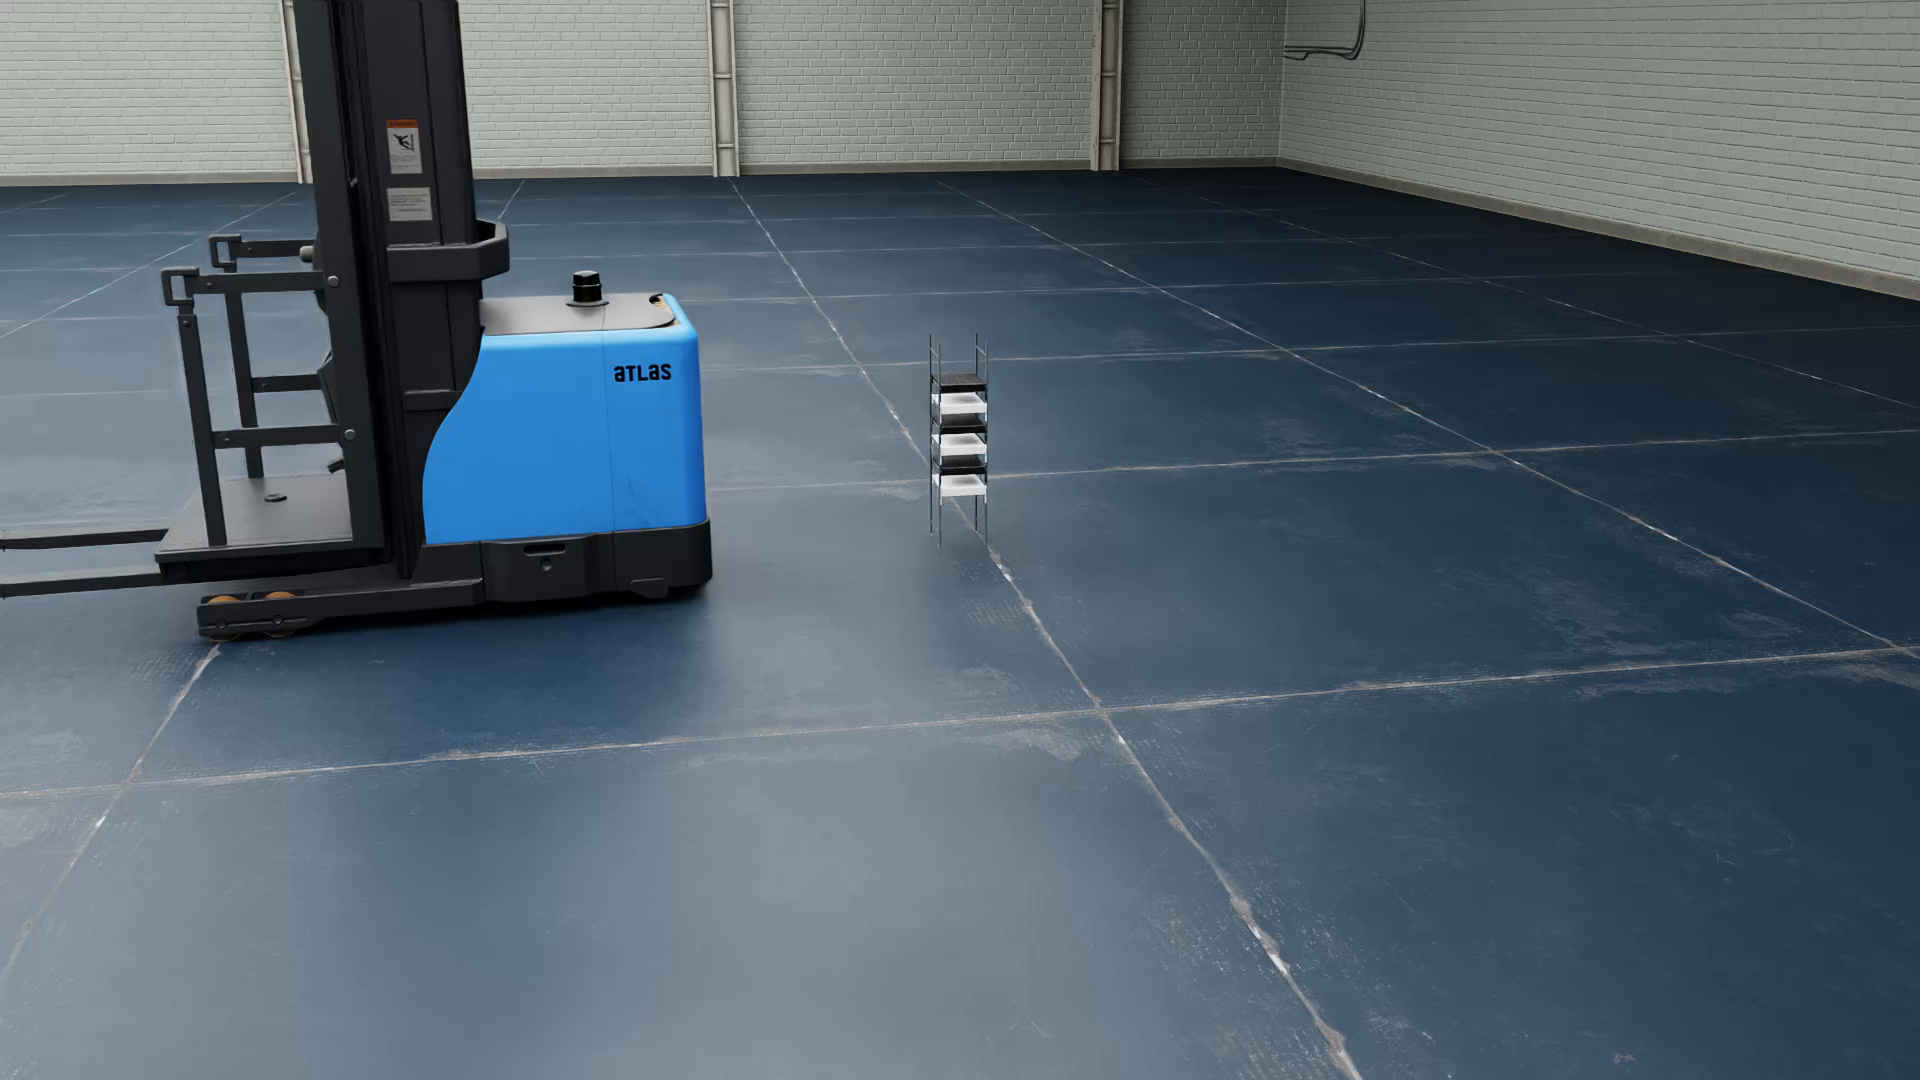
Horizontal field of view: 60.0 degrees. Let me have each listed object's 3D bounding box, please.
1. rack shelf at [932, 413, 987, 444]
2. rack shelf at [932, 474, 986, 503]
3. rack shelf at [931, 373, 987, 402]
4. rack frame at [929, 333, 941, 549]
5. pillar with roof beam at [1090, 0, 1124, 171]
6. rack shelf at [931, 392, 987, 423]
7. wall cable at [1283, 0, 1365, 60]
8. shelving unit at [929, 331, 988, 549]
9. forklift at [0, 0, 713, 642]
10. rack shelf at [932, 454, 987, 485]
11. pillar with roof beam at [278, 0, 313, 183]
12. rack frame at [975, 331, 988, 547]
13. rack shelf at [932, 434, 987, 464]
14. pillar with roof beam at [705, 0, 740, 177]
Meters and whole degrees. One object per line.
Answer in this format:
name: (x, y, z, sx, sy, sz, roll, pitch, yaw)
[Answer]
rack shelf: (-0.008, -0.484, 7.162, 0.200, 0.077, 0.258, -3, 17, -10)
rack shelf: (-0.008, -0.226, 7.241, 0.200, 0.077, 0.258, -3, 17, -10)
rack shelf: (-0.008, -0.656, 7.109, 0.200, 0.077, 0.258, -3, 17, -10)
rack frame: (-0.108, -0.424, 7.160, 0.006, 0.900, 0.240, -3, 17, -10)
pillar with roof beam: (3.126, -8.980, 21.222, 0.400, 9.000, 9.100, -3, 17, -10)
rack shelf: (-0.008, -0.570, 7.135, 0.200, 0.077, 0.258, -3, 17, -10)
wall cable: (5.452, -8.520, 25.012, 0.112, 2.526, 3.097, -3, 17, -10)
shelving unit: (-0.008, -0.430, 7.178, 0.210, 0.900, 0.258, -3, 17, -10)
forklift: (-2.556, -1.198, 6.222, 3.031, 2.935, 1.130, -4, 18, -14)
rack shelf: (-0.008, -0.312, 7.214, 0.200, 0.077, 0.258, -3, 17, -10)
pillar with roof beam: (-8.656, -8.312, 19.046, 0.400, 9.000, 9.100, -3, 17, -10)
rack frame: (0.092, -0.435, 7.197, 0.006, 0.900, 0.240, -3, 17, -10)
rack shelf: (-0.008, -0.398, 7.188, 0.200, 0.077, 0.258, -3, 17, -10)
pillar with roof beam: (-2.765, -8.646, 20.134, 0.400, 9.000, 9.100, -3, 17, -10)
